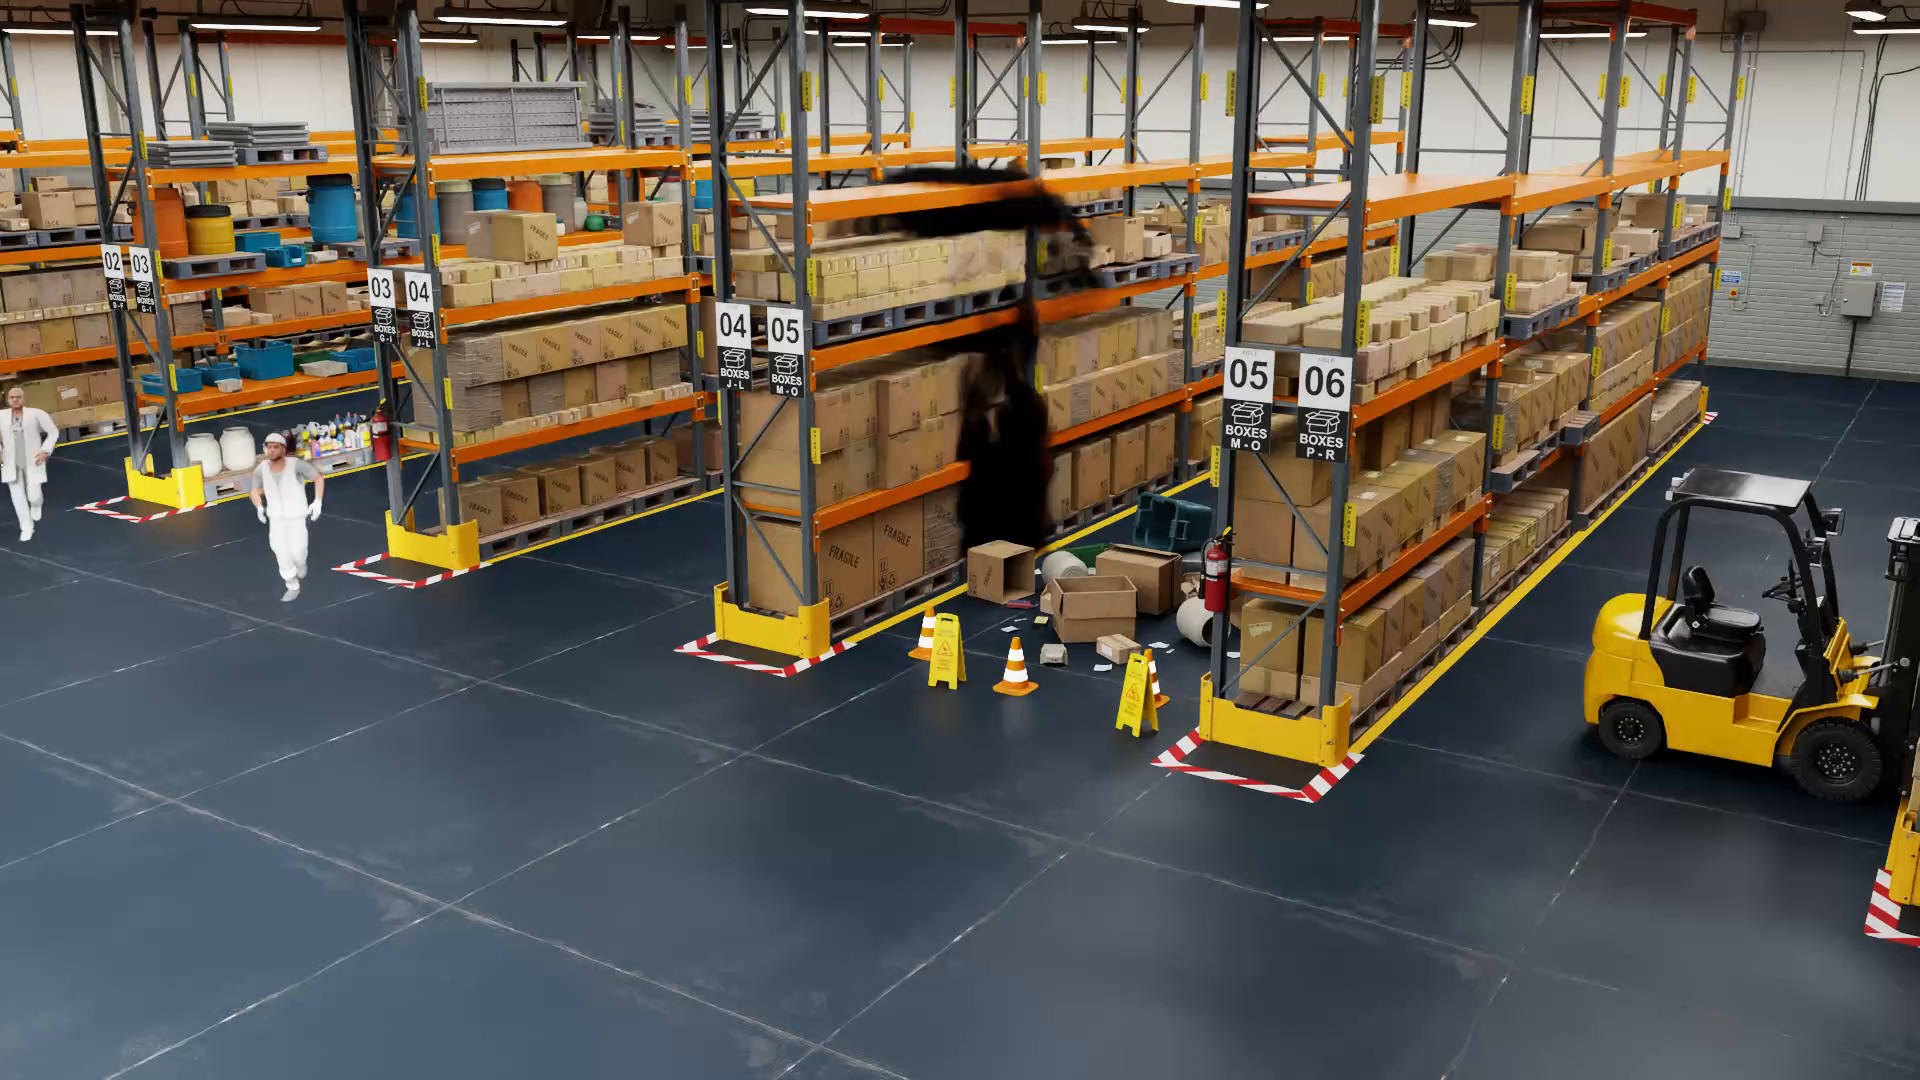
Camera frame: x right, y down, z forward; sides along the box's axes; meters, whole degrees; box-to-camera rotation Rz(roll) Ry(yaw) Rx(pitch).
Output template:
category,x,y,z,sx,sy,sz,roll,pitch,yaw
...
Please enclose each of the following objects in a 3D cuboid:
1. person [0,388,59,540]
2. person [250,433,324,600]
category,x,y,z,sx,sy,sz,roll,pitch,yaw
person,-10.870,-0.919,19.364,0.754,1.749,0.747,-6,17,-20
person,-6.804,-0.235,16.846,0.691,1.743,0.666,-2,16,-7
